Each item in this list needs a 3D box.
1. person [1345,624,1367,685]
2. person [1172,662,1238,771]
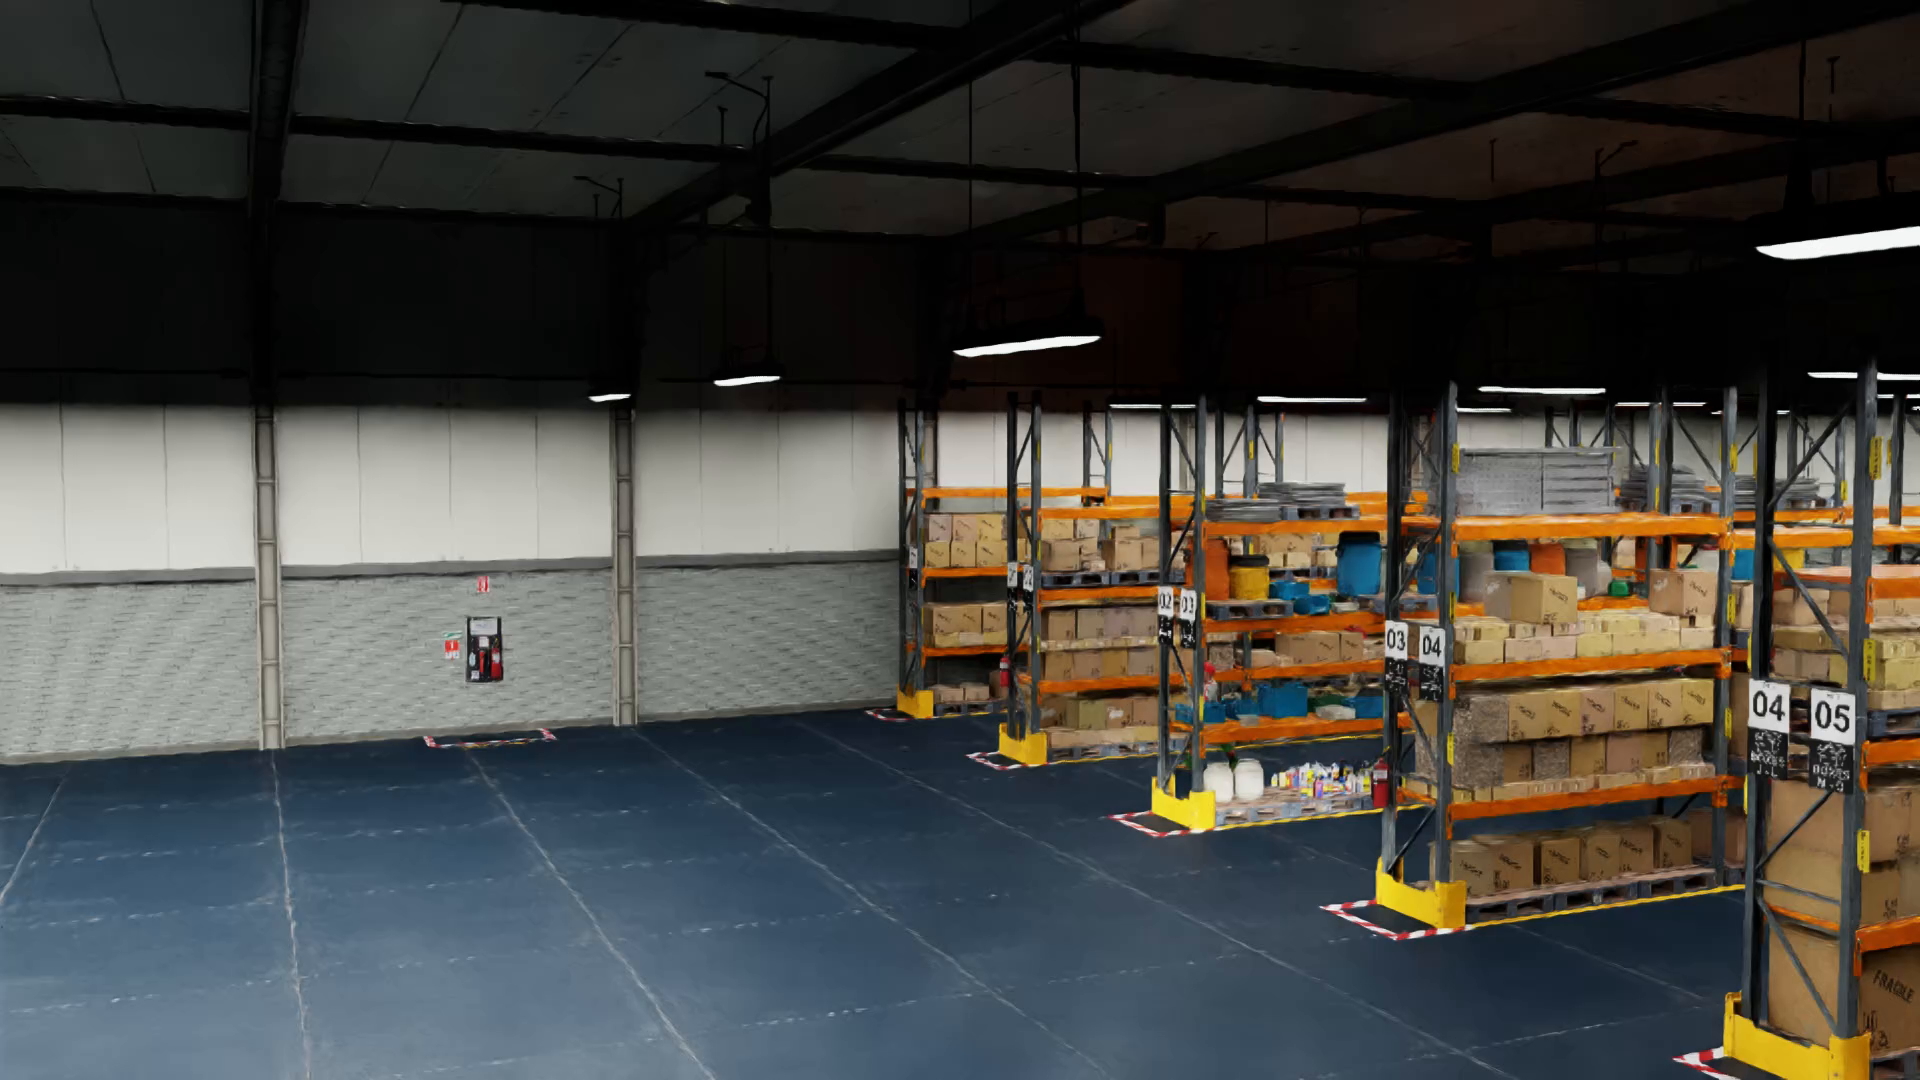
[{"bbox_3d":[7.994,2.337,33.828,1.036,1.658,0.536,-2,4,-31],"label":"person"},{"bbox_3d":[3.858,2.767,25.954,1.037,1.728,0.531,-1,3,-14],"label":"person"}]
